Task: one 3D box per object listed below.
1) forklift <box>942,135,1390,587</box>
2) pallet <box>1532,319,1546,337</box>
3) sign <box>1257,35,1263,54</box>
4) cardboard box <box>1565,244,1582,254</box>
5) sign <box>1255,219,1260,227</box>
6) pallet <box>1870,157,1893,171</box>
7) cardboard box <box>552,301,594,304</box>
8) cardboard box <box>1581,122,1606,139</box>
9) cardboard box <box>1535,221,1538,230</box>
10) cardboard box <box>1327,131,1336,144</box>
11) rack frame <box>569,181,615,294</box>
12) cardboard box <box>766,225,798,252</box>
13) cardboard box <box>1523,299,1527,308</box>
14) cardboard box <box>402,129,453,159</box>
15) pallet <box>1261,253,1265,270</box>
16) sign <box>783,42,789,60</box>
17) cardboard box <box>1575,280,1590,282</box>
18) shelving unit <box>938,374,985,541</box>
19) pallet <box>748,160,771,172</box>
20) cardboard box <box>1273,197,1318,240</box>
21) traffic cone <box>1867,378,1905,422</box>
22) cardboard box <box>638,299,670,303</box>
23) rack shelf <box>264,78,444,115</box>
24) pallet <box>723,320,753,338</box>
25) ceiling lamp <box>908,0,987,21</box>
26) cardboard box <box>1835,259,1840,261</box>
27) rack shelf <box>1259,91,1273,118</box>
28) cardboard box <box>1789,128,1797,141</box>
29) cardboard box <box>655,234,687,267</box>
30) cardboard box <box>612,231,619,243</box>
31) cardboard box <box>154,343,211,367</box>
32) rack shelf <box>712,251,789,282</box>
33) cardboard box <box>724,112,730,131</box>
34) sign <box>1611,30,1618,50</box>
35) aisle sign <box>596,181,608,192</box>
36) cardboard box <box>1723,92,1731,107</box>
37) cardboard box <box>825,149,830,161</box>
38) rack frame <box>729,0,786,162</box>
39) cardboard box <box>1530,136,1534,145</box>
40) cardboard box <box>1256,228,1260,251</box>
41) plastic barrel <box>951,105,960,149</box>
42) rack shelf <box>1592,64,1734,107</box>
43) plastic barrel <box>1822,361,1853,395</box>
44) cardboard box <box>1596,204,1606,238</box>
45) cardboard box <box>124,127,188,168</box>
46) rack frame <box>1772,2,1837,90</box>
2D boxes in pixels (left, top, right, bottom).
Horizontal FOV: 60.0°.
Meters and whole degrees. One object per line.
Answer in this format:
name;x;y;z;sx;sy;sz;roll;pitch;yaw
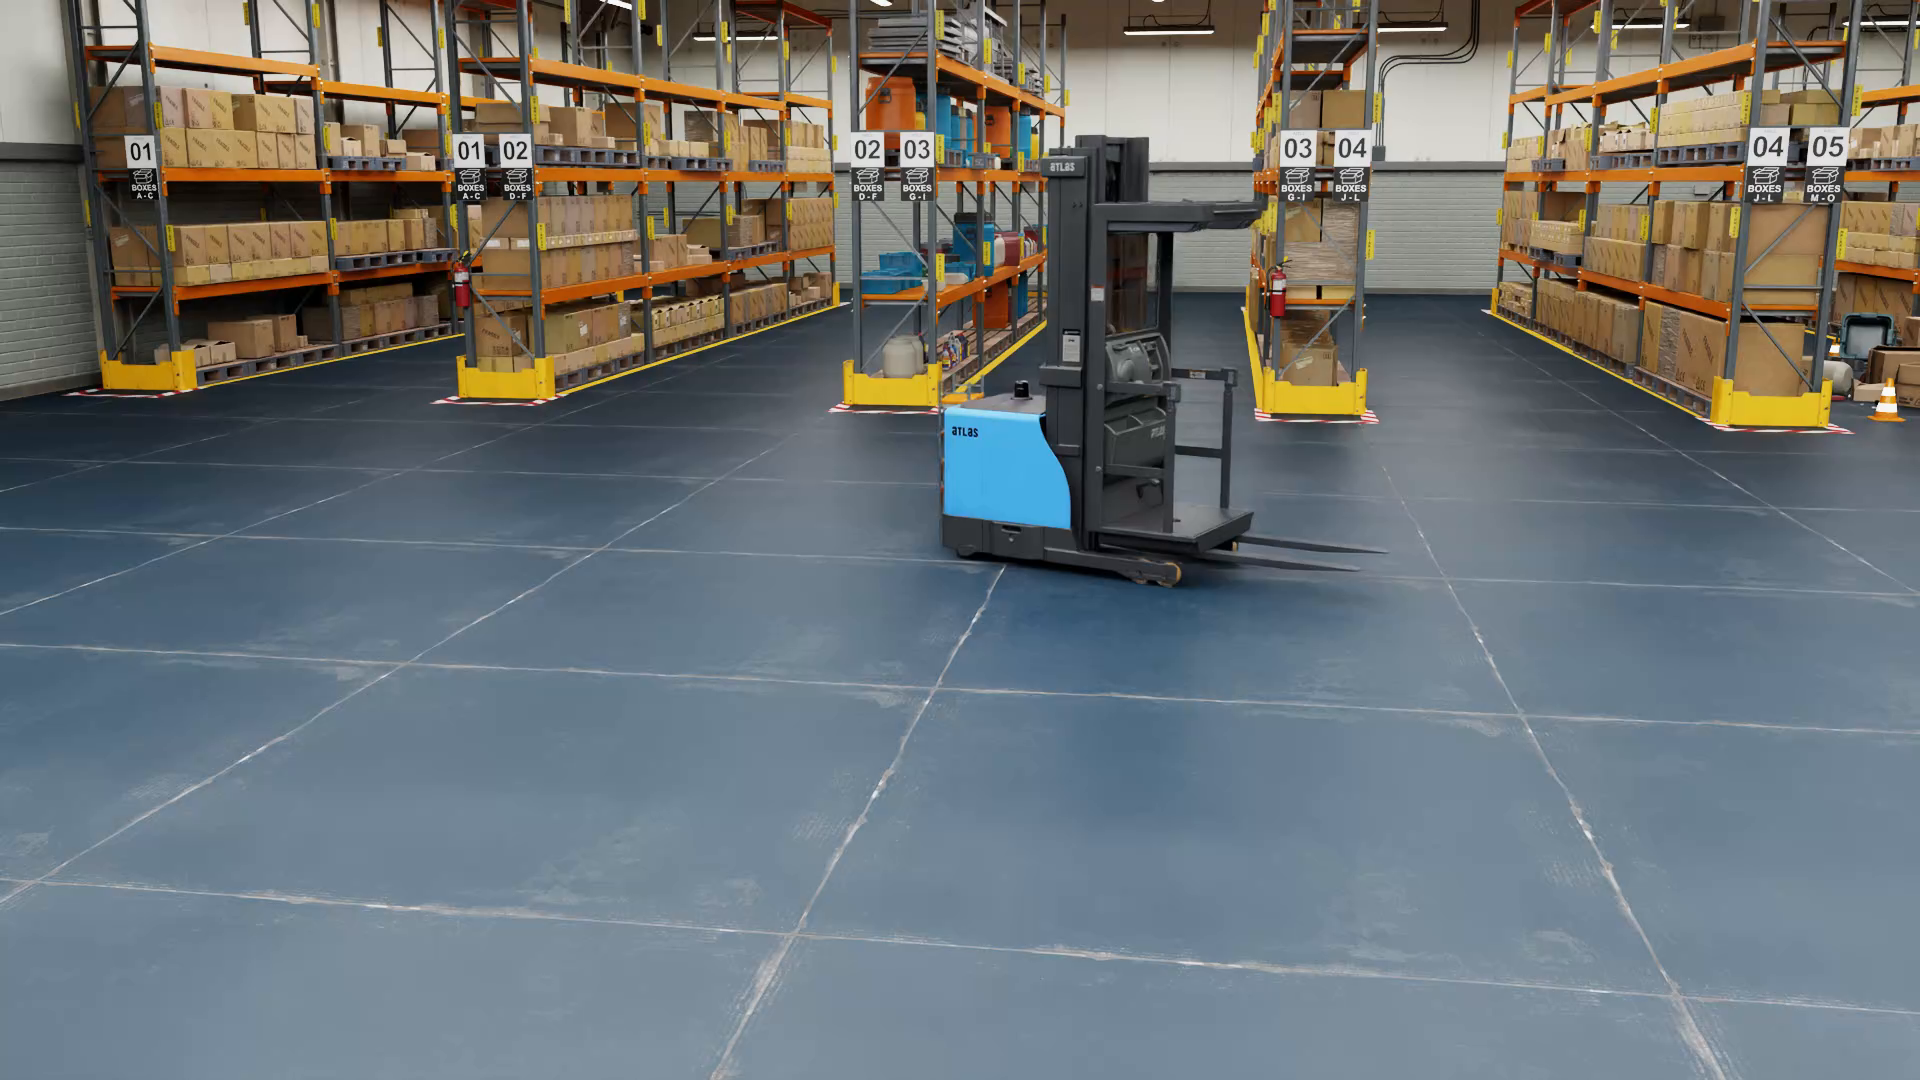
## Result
forklift;1.400;-1.247;11.321;3.031;2.935;1.130;7;14;30
pallet;10.729;-3.740;29.349;1.003;0.211;1.213;2;12;9
sign;5.417;-8.937;30.011;0.100;0.325;0.005;2;12;9
cardboard box;9.854;-4.633;26.471;0.380;0.149;0.250;2;12;10
sign;4.798;-5.198;26.745;0.100;0.325;0.005;2;12;9
pallet;15.354;-6.036;26.711;1.003;0.211;1.213;2;12;11
cardboard box;-5.506;-3.141;23.698;0.500;0.500;0.500;2;12;9
cardboard box;10.101;-6.522;26.464;0.396;0.266;0.258;2;12;9
cardboard box;10.295;-5.514;29.145;0.380;0.149;0.250;2;12;10
cardboard box;4.387;-4.587;18.948;0.380;0.149;0.250;2;12;8
rack frame;-8.106;-6.762;36.748;1.000;3.000;0.127;2;12;9
cardboard box;-3.479;-5.915;32.584;0.500;0.500;0.500;2;12;10
cardboard box;10.611;-4.355;30.647;0.380;0.149;0.250;1;12;6
cardboard box;-9.320;-6.927;29.116;0.700;0.500;0.500;1;12;4
pallet;5.342;-4.369;26.103;1.213;0.211;1.003;2;12;9
sign;-3.277;-9.219;31.319;0.100;0.325;0.005;2;12;9
cardboard box;10.890;-4.346;28.695;0.500;0.250;0.500;2;12;11
shelving unit;0.011;-0.623;12.536;0.258;1.200;0.503;3;12;12
pallet;-4.152;-6.794;30.226;1.213;0.211;1.003;2;12;9
cardboard box;4.028;-3.859;19.965;0.500;0.500;0.500;2;12;9
traffic cone;10.486;-1.592;18.783;0.336;0.463;0.334;2;12;9
cardboard box;-4.965;-3.757;27.004;0.500;0.311;0.500;2;12;7
rack shelf;-9.644;-7.065;26.575;1.077;0.370;4.000;2;12;9
pallet;-4.289;-3.728;29.289;1.003;0.211;1.213;2;12;9
ceiling lamp;-0.327;-12.865;36.973;2.000;3.185;0.800;2;12;9
cardboard box;15.425;-4.970;28.791;0.500;0.250;0.500;2;12;7
rack shelf;5.654;-7.417;28.205;1.077;0.370;4.000;2;12;9
cardboard box;9.410;-4.479;18.401;0.380;0.149;0.250;2;12;9
cardboard box;-4.683;-4.636;26.646;0.500;0.500;0.500;1;12;6
cardboard box;-5.004;-4.246;23.297;0.380;0.149;0.250;2;12;9
cardboard box;-10.372;-2.473;22.185;0.500;0.311;0.500;0;12;2
rack shelf;-4.134;-5.001;30.288;1.077;0.370;4.000;2;12;9
cardboard box;-4.290;-7.137;28.761;0.500;0.500;0.500;2;12;9
sign;11.396;-8.716;28.982;0.100;0.325;0.005;2;12;9
aisle sign;-7.799;-8.038;36.499;0.394;0.787;0.004;2;12;9
cardboard box;8.797;-4.942;18.653;0.380;0.149;0.250;2;12;10
cardboard box;-3.038;-8.124;35.120;0.500;0.250;0.500;2;12;9
rack frame;-3.826;-8.702;31.512;1.000;3.000;0.127;2;12;9
cardboard box;10.777;-7.389;30.764;0.380;0.149;0.250;1;12;6
cardboard box;5.644;-5.409;30.233;0.500;0.500;0.500;2;12;9
plastic barrel;-0.299;-5.767;23.823;0.600;0.901;0.708;2;12;9
rack shelf;9.924;-6.402;23.498;1.077;0.370;4.000;2;12;9
plastic barrel;10.958;-2.055;21.025;0.421;0.421;0.512;-10;16;-40
cardboard box;10.153;-4.878;25.396;0.700;0.500;0.500;2;12;8
cardboard box;-10.269;-5.017;21.250;0.500;0.500;0.500;2;12;10
rack frame;16.369;-8.892;32.392;1.000;3.000;0.127;2;12;9
